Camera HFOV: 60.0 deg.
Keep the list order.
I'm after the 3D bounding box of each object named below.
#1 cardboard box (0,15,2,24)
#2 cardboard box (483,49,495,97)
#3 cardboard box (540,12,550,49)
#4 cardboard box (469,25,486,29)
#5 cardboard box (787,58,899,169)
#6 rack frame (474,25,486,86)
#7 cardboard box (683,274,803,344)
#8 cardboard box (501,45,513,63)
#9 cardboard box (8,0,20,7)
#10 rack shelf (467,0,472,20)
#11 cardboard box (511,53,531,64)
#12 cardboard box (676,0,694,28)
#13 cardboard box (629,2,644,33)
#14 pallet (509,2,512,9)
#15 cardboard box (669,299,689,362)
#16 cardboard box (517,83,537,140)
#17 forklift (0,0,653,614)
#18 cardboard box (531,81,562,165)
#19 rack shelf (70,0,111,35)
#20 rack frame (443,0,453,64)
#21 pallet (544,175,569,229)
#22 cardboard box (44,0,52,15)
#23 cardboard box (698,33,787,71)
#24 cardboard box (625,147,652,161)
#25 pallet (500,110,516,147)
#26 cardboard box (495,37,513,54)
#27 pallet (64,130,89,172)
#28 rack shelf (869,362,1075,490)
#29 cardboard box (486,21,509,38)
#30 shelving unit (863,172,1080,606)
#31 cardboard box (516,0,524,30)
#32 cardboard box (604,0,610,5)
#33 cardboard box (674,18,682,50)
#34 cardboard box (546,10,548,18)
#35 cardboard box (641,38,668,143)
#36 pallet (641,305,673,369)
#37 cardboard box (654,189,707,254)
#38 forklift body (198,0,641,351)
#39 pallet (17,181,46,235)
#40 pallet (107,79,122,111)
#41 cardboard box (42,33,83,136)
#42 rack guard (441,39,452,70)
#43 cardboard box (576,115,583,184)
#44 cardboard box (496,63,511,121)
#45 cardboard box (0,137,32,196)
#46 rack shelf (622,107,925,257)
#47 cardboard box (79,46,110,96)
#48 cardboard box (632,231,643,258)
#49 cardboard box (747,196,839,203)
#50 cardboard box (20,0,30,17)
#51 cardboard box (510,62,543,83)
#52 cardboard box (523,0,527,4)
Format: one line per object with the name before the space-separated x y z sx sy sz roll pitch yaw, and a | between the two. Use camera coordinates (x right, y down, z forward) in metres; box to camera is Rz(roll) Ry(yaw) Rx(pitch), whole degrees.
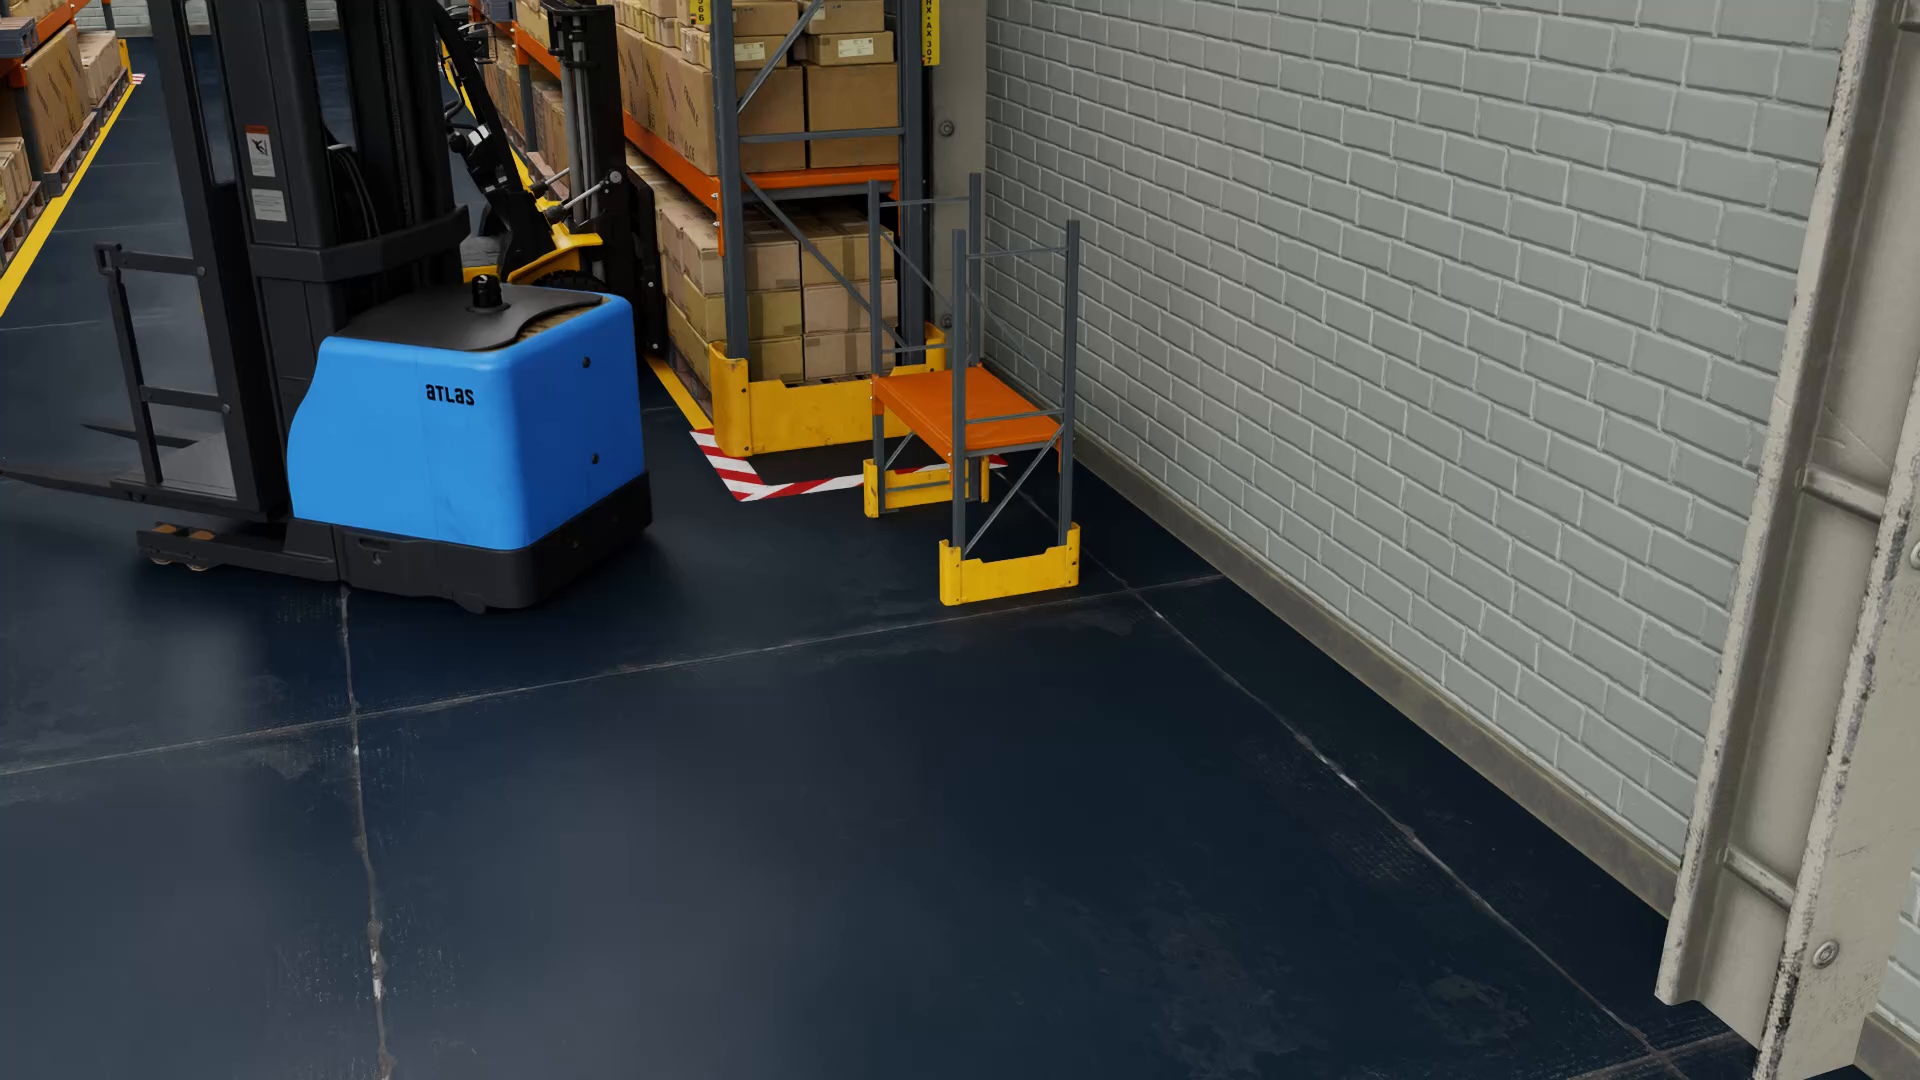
cardboard box | -7.508 -3.978 12.608 0.380 0.149 0.250 -9 24 -19
cardboard box | -4.947 -5.131 18.238 0.500 0.500 0.500 -7 24 -17
cardboard box | -3.023 -4.020 13.119 0.500 0.250 0.500 -8 24 -17
cardboard box | -5.835 -6.034 20.381 0.500 0.500 0.500 -8 24 -18
cardboard box | -0.584 -2.200 8.478 0.500 0.500 0.500 -8 24 -17
rack frame | -4.908 -6.296 18.325 1.000 3.000 0.127 -8 24 -19
cardboard box | -1.133 -1.226 8.653 0.500 0.250 0.500 -9 24 -20
cardboard box | -4.510 -5.003 17.101 0.380 0.149 0.250 -7 24 -17
cardboard box | -8.085 -4.539 13.707 0.500 0.250 0.500 -9 24 -19
rack shelf | -5.614 -6.691 20.189 1.077 0.370 4.000 -8 24 -19
cardboard box | -4.223 -4.717 16.421 0.380 0.149 0.250 -9 24 -20
cardboard box | -1.226 -2.695 8.436 0.380 0.149 0.250 -8 24 -18
cardboard box | -1.687 -3.017 9.583 0.380 0.149 0.250 -9 24 -20
pallet | -4.186 -5.460 16.589 1.003 0.211 1.213 -8 24 -19
cardboard box | -1.297 -1.171 9.166 0.500 0.250 0.500 -8 24 -19
cardboard box | -3.845 -4.008 15.575 0.500 0.500 0.500 -8 24 -17
forklift | -2.913 -1.401 6.801 3.031 2.935 1.130 8 24 19
cardboard box | -3.287 -3.713 14.714 0.875 0.625 0.625 -8 24 -17
rack shelf | -10.257 -6.008 18.569 1.077 0.370 4.000 -8 24 -19
rack frame | -6.321 -7.749 21.773 1.000 3.000 0.127 -8 24 -19
pallet | -2.813 -2.810 13.645 1.003 0.211 1.213 -8 24 -19
cardboard box | -8.816 -5.044 15.549 0.500 0.250 0.500 -9 24 -20
cardboard box | -1.053 -2.368 8.042 0.380 0.149 0.250 -8 24 -18
cardboard box | -2.033 -2.370 10.723 0.500 0.250 0.500 -8 24 -19
pallet | -4.150 -4.276 17.124 1.003 0.211 1.213 -8 24 -19
cardboard box | -4.758 -5.288 17.776 0.380 0.149 0.250 -10 25 -22
pallet | -8.772 -3.614 15.553 1.003 0.211 1.213 -8 24 -19
rack shelf | 0.030 -0.494 6.955 0.538 0.185 1.000 -8 24 -19
cardboard box | -4.893 -5.518 17.941 0.380 0.149 0.250 -10 25 -22
shelving unit | 0.027 -0.663 6.893 0.587 1.500 1.083 -8 24 -19
cardboard box | -3.566 -4.578 14.443 0.500 0.250 0.500 -8 24 -19
cardboard box | -1.986 -3.297 10.247 0.380 0.149 0.250 -8 24 -18
cardboard box | -1.282 -2.651 8.714 0.380 0.149 0.250 -9 24 -19
cardboard box | -2.858 -4.066 12.584 0.500 0.250 0.500 -8 24 -18
cardboard box | -1.444 -2.500 9.191 0.500 0.500 0.500 -9 24 -20
pallet | -1.405 -1.365 10.217 1.003 0.211 1.213 -8 24 -19
cardboard box | -1.496 -1.814 9.403 0.500 0.250 0.500 -8 24 -18
forklift body | -3.045 -1.983 9.185 2.313 2.155 1.214 -8 24 -19
pallet | -7.862 -2.591 13.125 1.003 0.211 1.213 -8 24 -19
pallet | -10.180 -5.059 18.982 1.003 0.211 1.213 -8 24 -19
cardboard box | -8.930 -4.286 15.752 0.875 0.875 0.875 -8 24 -17
rack guard | -6.294 -6.569 22.193 1.175 0.500 0.348 -8 24 -19
cardboard box | -2.543 -2.959 12.925 0.875 0.625 0.625 -9 24 -20
cardboard box | -4.400 -4.567 16.902 0.500 0.500 0.500 -9 25 -21
cardboard box | -7.947 -2.936 13.196 0.950 0.372 0.625 -10 25 -23
rack shelf | -1.375 -2.331 9.844 1.077 0.370 4.000 -8 24 -19
cardboard box | -9.988 -5.194 18.469 0.875 0.438 0.875 -9 25 -21
cardboard box | -1.675 -1.777 9.960 0.500 0.250 0.500 -8 24 -19
cardboard box | -1.008 -1.887 9.578 0.500 0.250 0.500 -9 24 -19
cardboard box | -8.272 -4.487 14.227 0.500 0.250 0.500 -9 25 -21
cardboard box | -4.031 -4.422 15.723 0.380 0.149 0.250 -10 25 -22
cardboard box | -3.391 -4.627 13.914 0.500 0.250 0.500 -8 24 -17
